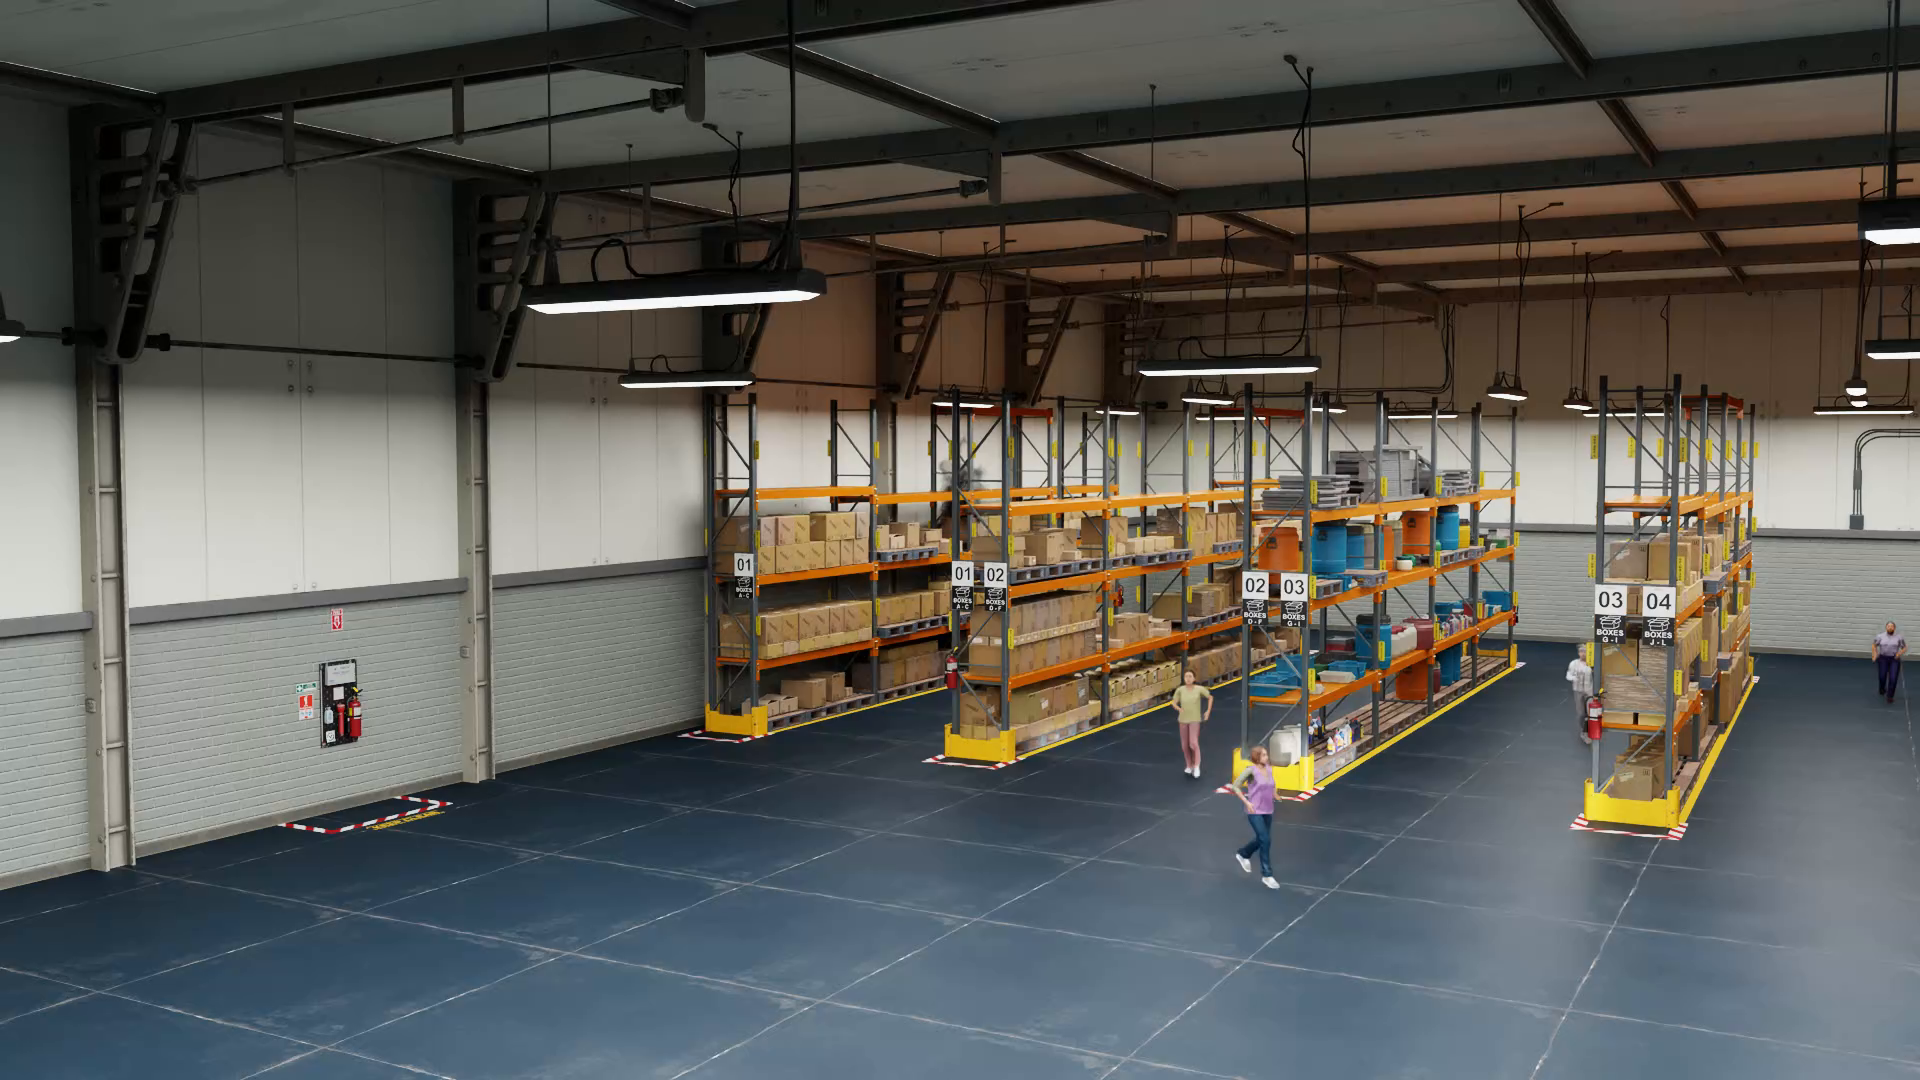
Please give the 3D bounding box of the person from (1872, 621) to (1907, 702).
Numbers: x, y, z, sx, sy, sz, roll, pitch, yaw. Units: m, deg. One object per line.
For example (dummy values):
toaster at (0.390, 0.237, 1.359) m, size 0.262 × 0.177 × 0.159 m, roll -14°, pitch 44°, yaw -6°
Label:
person at (18.485, 2.422, 33.081) m, size 0.618 × 1.602 × 0.538 m, roll 2°, pitch 4°, yaw 29°

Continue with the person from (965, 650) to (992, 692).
person at (0.376, 2.482, 30.345) m, size 0.671 × 1.830 × 0.806 m, roll 1°, pitch 3°, yaw 21°

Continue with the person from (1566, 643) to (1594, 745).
person at (10.685, 2.629, 28.459) m, size 0.590 × 1.740 × 0.726 m, roll 2°, pitch 3°, yaw 27°

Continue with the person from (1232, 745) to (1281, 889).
person at (3.428, 3.177, 19.223) m, size 0.539 × 1.583 × 0.752 m, roll -2°, pitch 4°, yaw -35°

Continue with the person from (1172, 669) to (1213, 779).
person at (3.526, 2.803, 25.399) m, size 0.593 × 1.676 × 0.646 m, roll 1°, pitch 3°, yaw 18°
